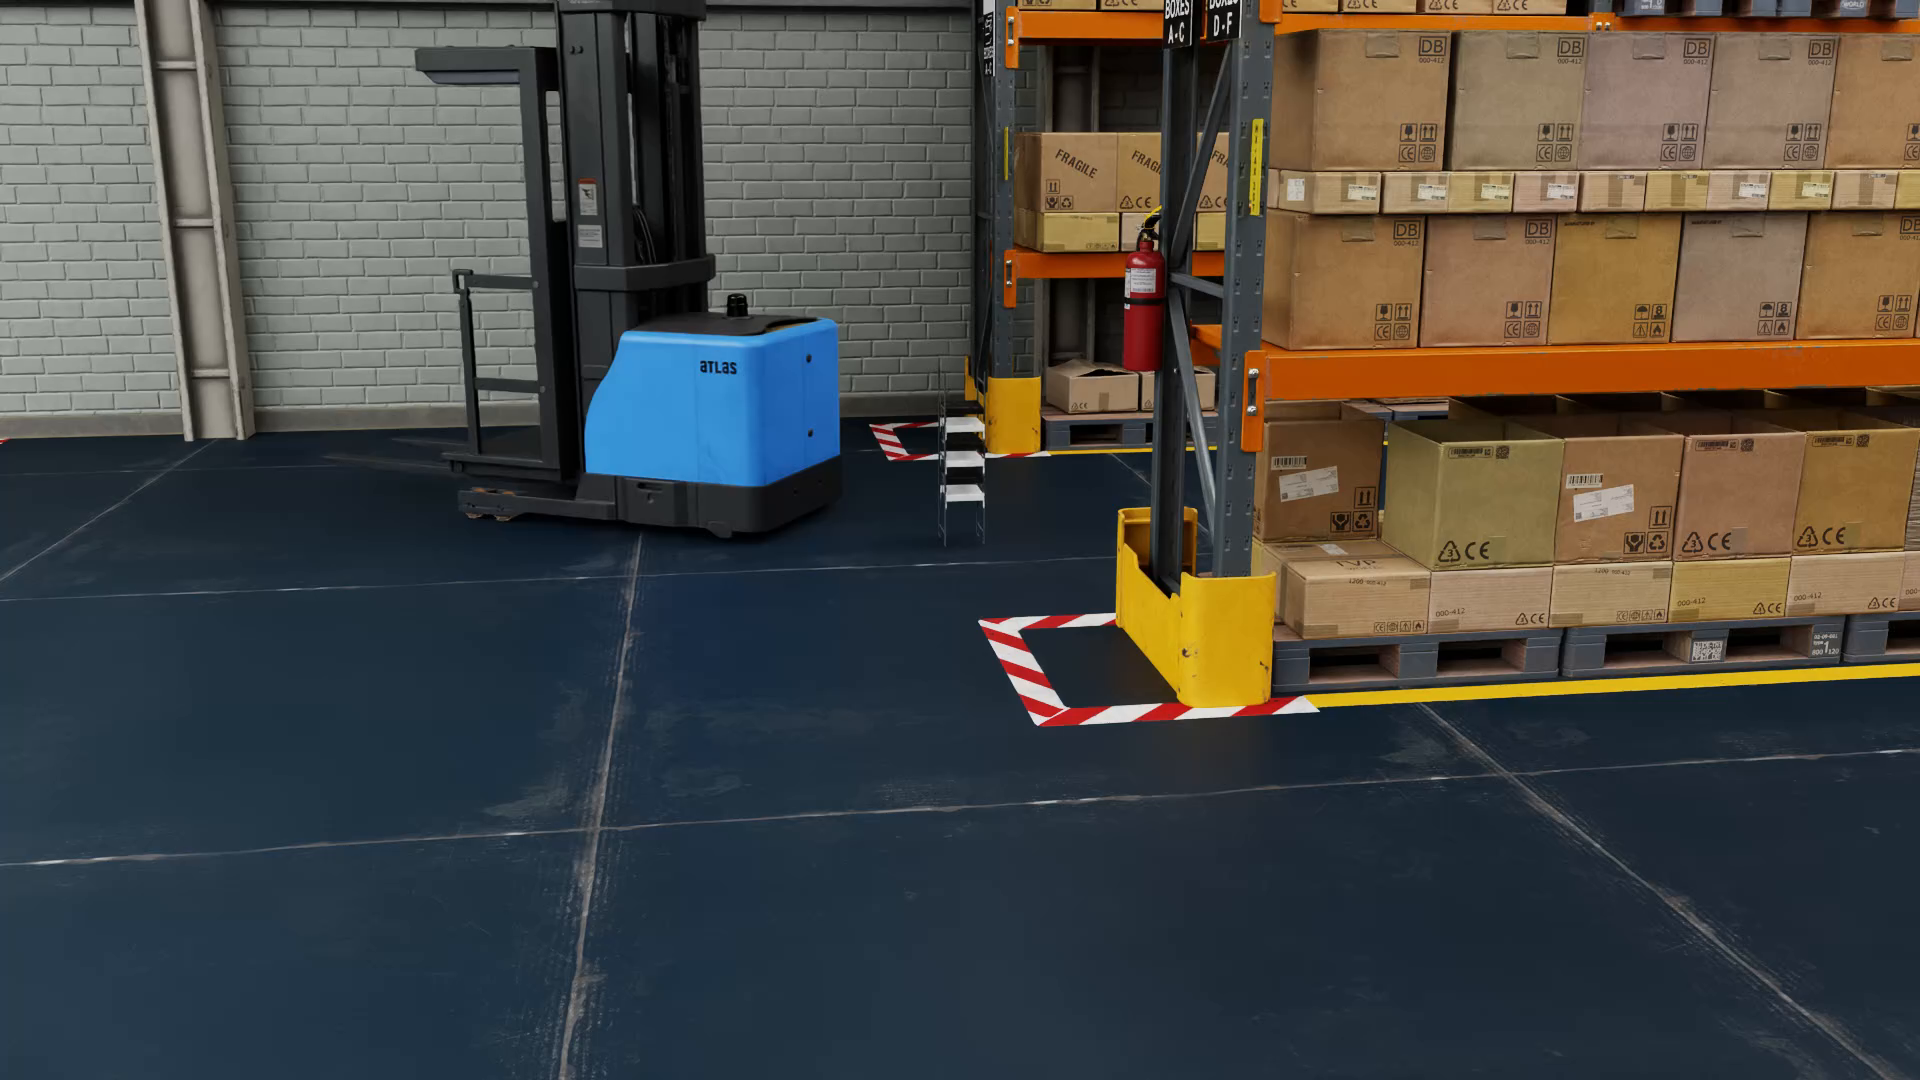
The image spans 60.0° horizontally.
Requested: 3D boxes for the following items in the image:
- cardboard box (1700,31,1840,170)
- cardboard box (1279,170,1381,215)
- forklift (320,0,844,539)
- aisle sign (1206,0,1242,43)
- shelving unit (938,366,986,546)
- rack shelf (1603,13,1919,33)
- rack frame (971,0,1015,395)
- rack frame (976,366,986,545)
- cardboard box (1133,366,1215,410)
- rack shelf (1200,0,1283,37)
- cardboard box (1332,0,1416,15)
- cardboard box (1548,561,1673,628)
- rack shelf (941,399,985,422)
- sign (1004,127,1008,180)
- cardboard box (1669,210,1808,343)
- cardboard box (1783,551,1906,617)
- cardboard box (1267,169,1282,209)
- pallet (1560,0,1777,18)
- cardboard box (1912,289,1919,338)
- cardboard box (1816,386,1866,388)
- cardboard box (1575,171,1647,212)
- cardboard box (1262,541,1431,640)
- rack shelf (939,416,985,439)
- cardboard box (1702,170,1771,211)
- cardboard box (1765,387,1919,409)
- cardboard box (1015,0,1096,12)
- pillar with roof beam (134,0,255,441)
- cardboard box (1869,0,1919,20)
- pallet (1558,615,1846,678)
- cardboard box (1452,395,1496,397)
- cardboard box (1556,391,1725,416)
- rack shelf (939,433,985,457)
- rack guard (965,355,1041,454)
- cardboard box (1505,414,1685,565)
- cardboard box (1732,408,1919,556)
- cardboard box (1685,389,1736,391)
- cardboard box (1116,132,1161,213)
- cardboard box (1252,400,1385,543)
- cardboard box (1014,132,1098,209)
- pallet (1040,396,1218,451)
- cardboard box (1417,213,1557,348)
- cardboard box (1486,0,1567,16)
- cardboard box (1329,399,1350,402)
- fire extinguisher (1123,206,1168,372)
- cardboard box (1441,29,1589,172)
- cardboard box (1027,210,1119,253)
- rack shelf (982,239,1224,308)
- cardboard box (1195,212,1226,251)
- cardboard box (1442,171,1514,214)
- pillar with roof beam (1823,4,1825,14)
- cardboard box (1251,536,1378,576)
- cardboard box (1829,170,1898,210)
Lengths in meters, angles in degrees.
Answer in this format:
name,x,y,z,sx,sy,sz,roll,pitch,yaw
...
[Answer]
name,x,y,z,sx,sy,sz,roll,pitch,yaw
cardboard box,2.981,-1.722,6.551,0.500,0.500,0.700,-2,14,-8
cardboard box,1.372,-1.297,6.190,0.250,0.149,0.380,-2,14,-9
forklift,-2.231,-1.635,9.217,3.031,2.935,1.130,5,15,21
aisle sign,0.933,-2.157,5.811,0.004,0.787,0.394,-2,14,-8
shelving unit,0.008,-0.437,8.614,0.210,0.900,0.258,-2,14,-8
rack shelf,6.144,-3.487,11.771,4.000,0.370,1.077,-2,14,-8
rack frame,0.211,-2.163,11.182,0.127,3.000,1.000,-2,14,-8
rack frame,0.109,-0.440,8.628,0.006,0.900,0.240,-2,14,-8
cardboard box,1.472,-1.097,11.551,0.500,0.311,0.500,-1,14,-4
rack shelf,2.930,-2.150,6.442,4.000,0.370,1.077,-2,14,-8
cardboard box,2.659,-3.699,10.893,0.500,0.500,0.500,-3,14,-11
cardboard box,2.504,0.155,6.726,0.500,0.250,0.500,-2,14,-8
rack shelf,0.008,-0.666,8.556,0.200,0.077,0.258,-2,14,-8
sign,0.292,-2.453,10.556,0.005,0.325,0.100,-2,14,-8
cardboard box,2.946,-1.091,6.700,0.500,0.500,0.700,-2,14,-7
cardboard box,3.494,0.120,6.866,0.500,0.250,0.500,-2,14,-8
cardboard box,1.302,-1.395,6.578,0.250,0.149,0.380,-2,14,-9
pallet,4.792,-3.669,11.405,1.003,0.211,1.213,-2,14,-8
cardboard box,3.949,-1.127,6.844,0.500,0.500,0.700,-2,14,-9
cardboard box,6.403,-1.400,12.372,0.500,0.500,0.700,-2,14,-9
cardboard box,2.393,-1.335,6.341,0.250,0.149,0.380,-3,14,-10
cardboard box,1.516,0.192,6.578,0.500,0.250,0.500,-2,14,-8
rack shelf,0.008,-0.579,8.578,0.200,0.077,0.258,-2,14,-8
cardboard box,2.893,-1.353,6.411,0.250,0.149,0.380,-2,14,-8
cardboard box,3.909,-0.389,7.354,0.500,0.500,0.500,-2,14,-8
cardboard box,0.579,-3.628,10.611,0.500,0.500,0.500,-2,14,-7
pillar with roof beam,-4.518,-4.054,6.387,0.400,9.000,9.100,-2,14,-8
cardboard box,6.826,-3.943,11.859,0.637,0.503,0.797,0,14,0
pallet,2.906,0.299,7.094,1.213,0.211,1.003,-2,14,-8
cardboard box,3.641,-1.121,11.945,0.250,0.166,0.380,-4,15,-16
cardboard box,2.920,-0.354,7.215,0.500,0.500,0.500,-2,14,-8
rack shelf,0.008,-0.492,8.600,0.200,0.077,0.258,-2,14,-8
rack guard,0.286,-0.954,11.497,0.348,0.500,1.175,-2,14,-8
cardboard box,2.502,-0.211,6.646,0.500,0.500,0.500,-2,14,-8
cardboard box,3.492,-0.247,6.787,0.500,0.500,0.500,-2,14,-8
cardboard box,5.395,-1.371,12.255,0.500,0.500,0.700,-2,14,-9
cardboard box,1.218,-2.425,10.949,0.500,0.500,0.500,-2,14,-8
cardboard box,1.438,-0.297,6.986,0.500,0.500,0.500,-2,14,-8
cardboard box,0.645,-2.532,11.378,0.500,0.500,0.500,-2,14,-9
pallet,1.094,-0.834,11.615,1.213,0.211,1.003,-2,14,-8
cardboard box,1.934,-1.054,6.554,0.500,0.500,0.700,-2,14,-7
cardboard box,3.701,-3.744,11.070,0.500,0.500,0.500,-2,14,-7
cardboard box,2.581,-1.086,11.841,0.250,0.149,0.380,-3,14,-13
fire extinguisher,0.766,-1.042,6.869,0.183,0.674,0.296,-2,14,-8
cardboard box,1.987,-1.686,6.405,0.500,0.500,0.700,-2,14,-10
cardboard box,0.741,-2.042,10.963,0.500,0.250,0.500,-3,14,-10
rack shelf,2.188,-1.887,11.558,4.000,0.370,1.077,-2,14,-8
cardboard box,1.756,-2.081,11.120,0.500,0.250,0.500,-2,14,-9
cardboard box,1.880,-1.316,6.265,0.250,0.149,0.380,-2,14,-8
pillar with roof beam,7.348,-4.489,8.121,0.400,9.000,9.100,-2,14,-8
cardboard box,1.439,0.068,7.075,0.500,0.250,0.500,-2,14,-8
cardboard box,3.415,-1.373,6.491,0.250,0.149,0.380,-2,14,-7
